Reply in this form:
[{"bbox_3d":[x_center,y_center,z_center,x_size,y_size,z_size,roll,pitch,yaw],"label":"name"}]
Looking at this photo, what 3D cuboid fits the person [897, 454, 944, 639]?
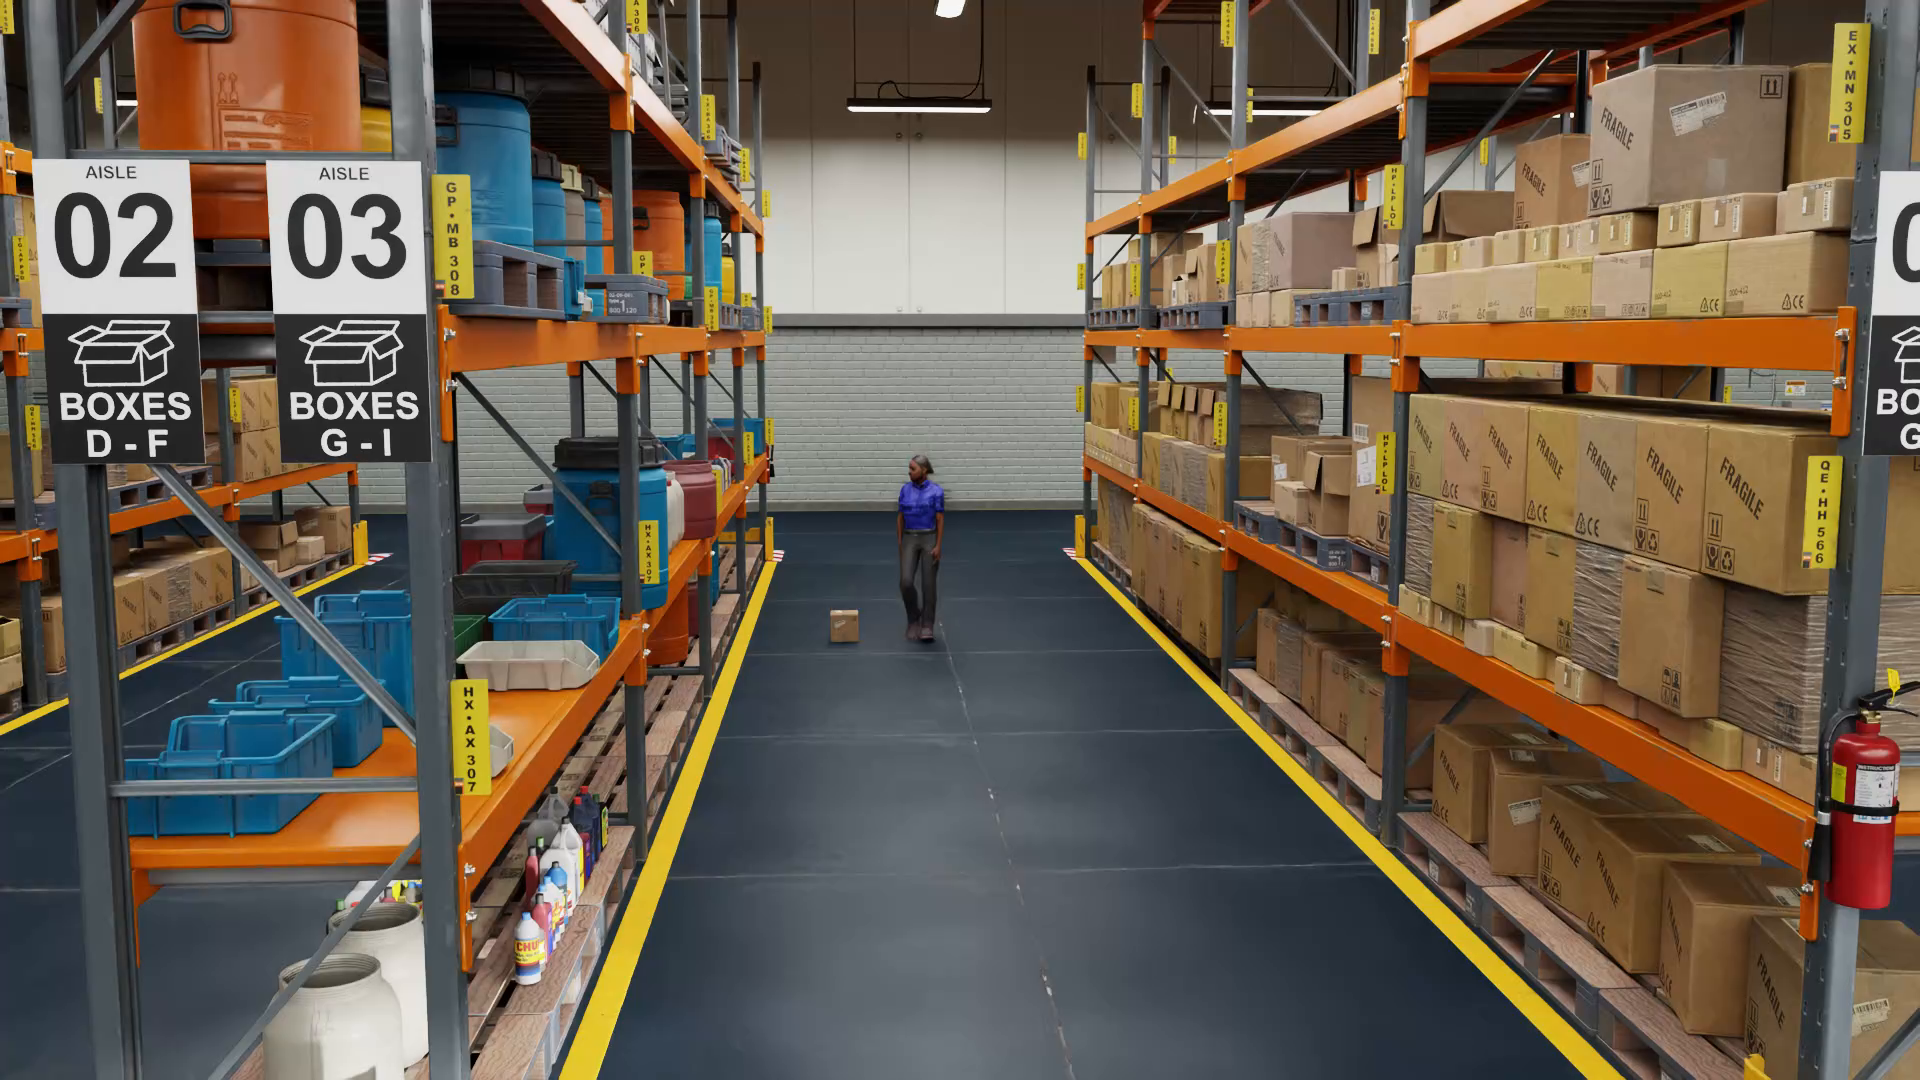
[{"bbox_3d":[-0.368,0.087,15.116,0.457,1.696,0.389,1,7,12],"label":"person"}]
